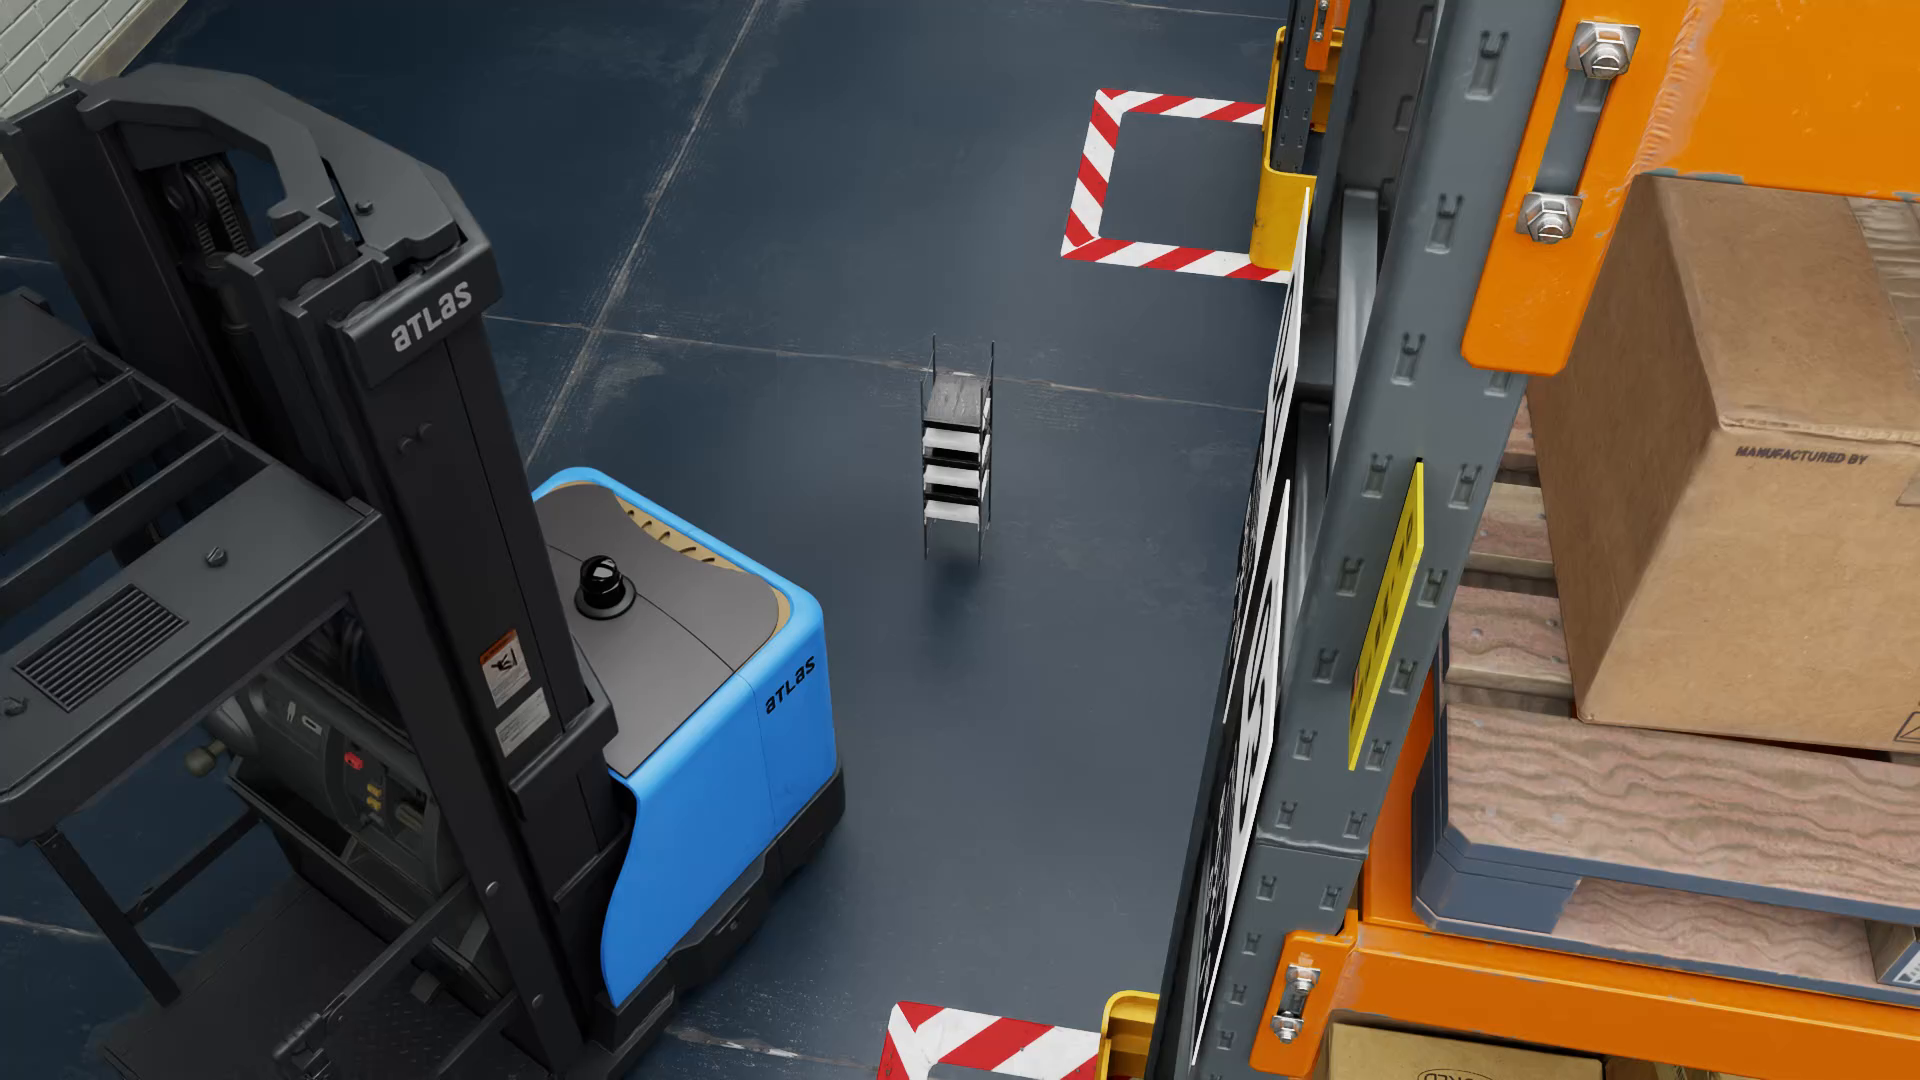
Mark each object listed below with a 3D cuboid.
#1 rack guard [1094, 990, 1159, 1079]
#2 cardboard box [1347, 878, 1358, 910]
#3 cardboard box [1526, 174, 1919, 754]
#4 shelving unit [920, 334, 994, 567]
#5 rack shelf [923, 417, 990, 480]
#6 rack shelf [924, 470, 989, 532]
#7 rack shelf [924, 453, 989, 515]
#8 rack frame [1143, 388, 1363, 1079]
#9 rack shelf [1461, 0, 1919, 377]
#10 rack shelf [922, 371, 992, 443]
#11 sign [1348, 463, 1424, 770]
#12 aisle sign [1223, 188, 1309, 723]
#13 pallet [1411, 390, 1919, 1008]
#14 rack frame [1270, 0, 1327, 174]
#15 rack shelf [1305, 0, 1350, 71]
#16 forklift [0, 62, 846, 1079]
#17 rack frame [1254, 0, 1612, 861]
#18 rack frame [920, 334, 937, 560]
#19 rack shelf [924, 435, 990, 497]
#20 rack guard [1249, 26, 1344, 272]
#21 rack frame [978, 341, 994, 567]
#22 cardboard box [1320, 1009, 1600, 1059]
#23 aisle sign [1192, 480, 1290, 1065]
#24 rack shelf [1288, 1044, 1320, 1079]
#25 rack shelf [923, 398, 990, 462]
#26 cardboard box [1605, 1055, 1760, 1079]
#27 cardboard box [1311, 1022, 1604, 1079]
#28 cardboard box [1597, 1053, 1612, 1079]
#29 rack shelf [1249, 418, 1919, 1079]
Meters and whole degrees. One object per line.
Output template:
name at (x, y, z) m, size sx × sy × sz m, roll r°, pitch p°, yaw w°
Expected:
rack guard at (0.465, 1.825, 4.274) m, size 0.348 × 0.500 × 1.175 m, roll 8°, pitch 49°, yaw 7°
cardboard box at (1.014, 0.565, 3.122) m, size 0.500 × 0.500 × 0.500 m, roll 8°, pitch 49°, yaw 7°
cardboard box at (1.009, -0.187, 1.968) m, size 0.500 × 0.500 × 0.700 m, roll 5°, pitch 48°, yaw 5°
shelving unit at (-0.008, -0.302, 5.916) m, size 0.210 × 0.900 × 0.258 m, roll 8°, pitch 49°, yaw 7°
rack shelf at (-0.008, -0.340, 5.874) m, size 0.200 × 0.077 × 0.258 m, roll 8°, pitch 49°, yaw 7°
rack shelf at (-0.008, -0.159, 6.075) m, size 0.200 × 0.077 × 0.258 m, roll 8°, pitch 49°, yaw 7°
rack shelf at (-0.008, -0.219, 6.008) m, size 0.200 × 0.077 × 0.258 m, roll 8°, pitch 49°, yaw 7°
rack frame at (0.488, 0.993, 3.341) m, size 0.127 × 3.000 × 1.000 m, roll 8°, pitch 49°, yaw 7°
rack shelf at (2.456, -0.373, 1.288) m, size 4.000 × 0.370 × 1.077 m, roll 8°, pitch 49°, yaw 7°
rack shelf at (-0.008, -0.460, 5.740) m, size 0.200 × 0.077 × 0.258 m, roll 8°, pitch 49°, yaw 7°
sign at (0.384, 0.077, 1.507) m, size 0.005 × 0.325 × 0.100 m, roll 8°, pitch 49°, yaw 7°
aisle sign at (0.471, -0.105, 2.580) m, size 0.004 × 0.787 × 0.394 m, roll 8°, pitch 49°, yaw 7°
pallet at (1.220, 0.111, 2.177) m, size 1.213 × 0.211 × 1.003 m, roll 8°, pitch 49°, yaw 7°
rack frame at (1.470, -2.624, 6.591) m, size 0.127 × 3.000 × 1.000 m, roll 8°, pitch 49°, yaw 7°
rack shelf at (3.438, -2.119, 6.621) m, size 4.000 × 0.370 × 1.077 m, roll 8°, pitch 49°, yaw 7°
forklift at (-1.641, 0.589, 3.750) m, size 1.130 × 2.935 × 3.031 m, roll 28°, pitch 54°, yaw 23°
rack frame at (0.488, -1.012, 1.110) m, size 0.127 × 3.000 × 1.000 m, roll 8°, pitch 49°, yaw 7°
rack frame at (-0.108, -0.315, 5.928) m, size 0.006 × 0.900 × 0.240 m, roll 8°, pitch 49°, yaw 7°
rack shelf at (-0.008, -0.280, 5.941) m, size 0.200 × 0.077 × 0.258 m, roll 8°, pitch 49°, yaw 7°
rack guard at (1.545, -1.779, 7.512) m, size 0.348 × 0.500 × 1.175 m, roll 8°, pitch 49°, yaw 7°
rack frame at (0.092, -0.288, 5.904) m, size 0.006 × 0.900 × 0.240 m, roll 8°, pitch 49°, yaw 7°
cardboard box at (1.012, 0.814, 3.403) m, size 0.500 × 0.250 × 0.500 m, roll 7°, pitch 48°, yaw 6°
aisle sign at (0.364, 0.334, 2.185) m, size 0.004 × 0.787 × 0.394 m, roll 8°, pitch 49°, yaw 7°
rack shelf at (2.456, 1.498, 3.371) m, size 4.000 × 0.370 × 1.077 m, roll 8°, pitch 49°, yaw 7°
rack shelf at (-0.008, -0.400, 5.807) m, size 0.200 × 0.077 × 0.258 m, roll 8°, pitch 49°, yaw 7°
cardboard box at (1.405, 1.020, 2.713) m, size 0.500 × 0.500 × 0.500 m, roll 7°, pitch 48°, yaw 6°
cardboard box at (0.913, 1.205, 3.052) m, size 0.500 × 0.250 × 0.500 m, roll 7°, pitch 48°, yaw 6°
cardboard box at (1.511, 0.881, 3.343) m, size 0.500 × 0.250 × 0.500 m, roll 7°, pitch 48°, yaw 6°
rack shelf at (2.456, 0.495, 2.255) m, size 4.000 × 0.370 × 1.077 m, roll 8°, pitch 49°, yaw 7°
